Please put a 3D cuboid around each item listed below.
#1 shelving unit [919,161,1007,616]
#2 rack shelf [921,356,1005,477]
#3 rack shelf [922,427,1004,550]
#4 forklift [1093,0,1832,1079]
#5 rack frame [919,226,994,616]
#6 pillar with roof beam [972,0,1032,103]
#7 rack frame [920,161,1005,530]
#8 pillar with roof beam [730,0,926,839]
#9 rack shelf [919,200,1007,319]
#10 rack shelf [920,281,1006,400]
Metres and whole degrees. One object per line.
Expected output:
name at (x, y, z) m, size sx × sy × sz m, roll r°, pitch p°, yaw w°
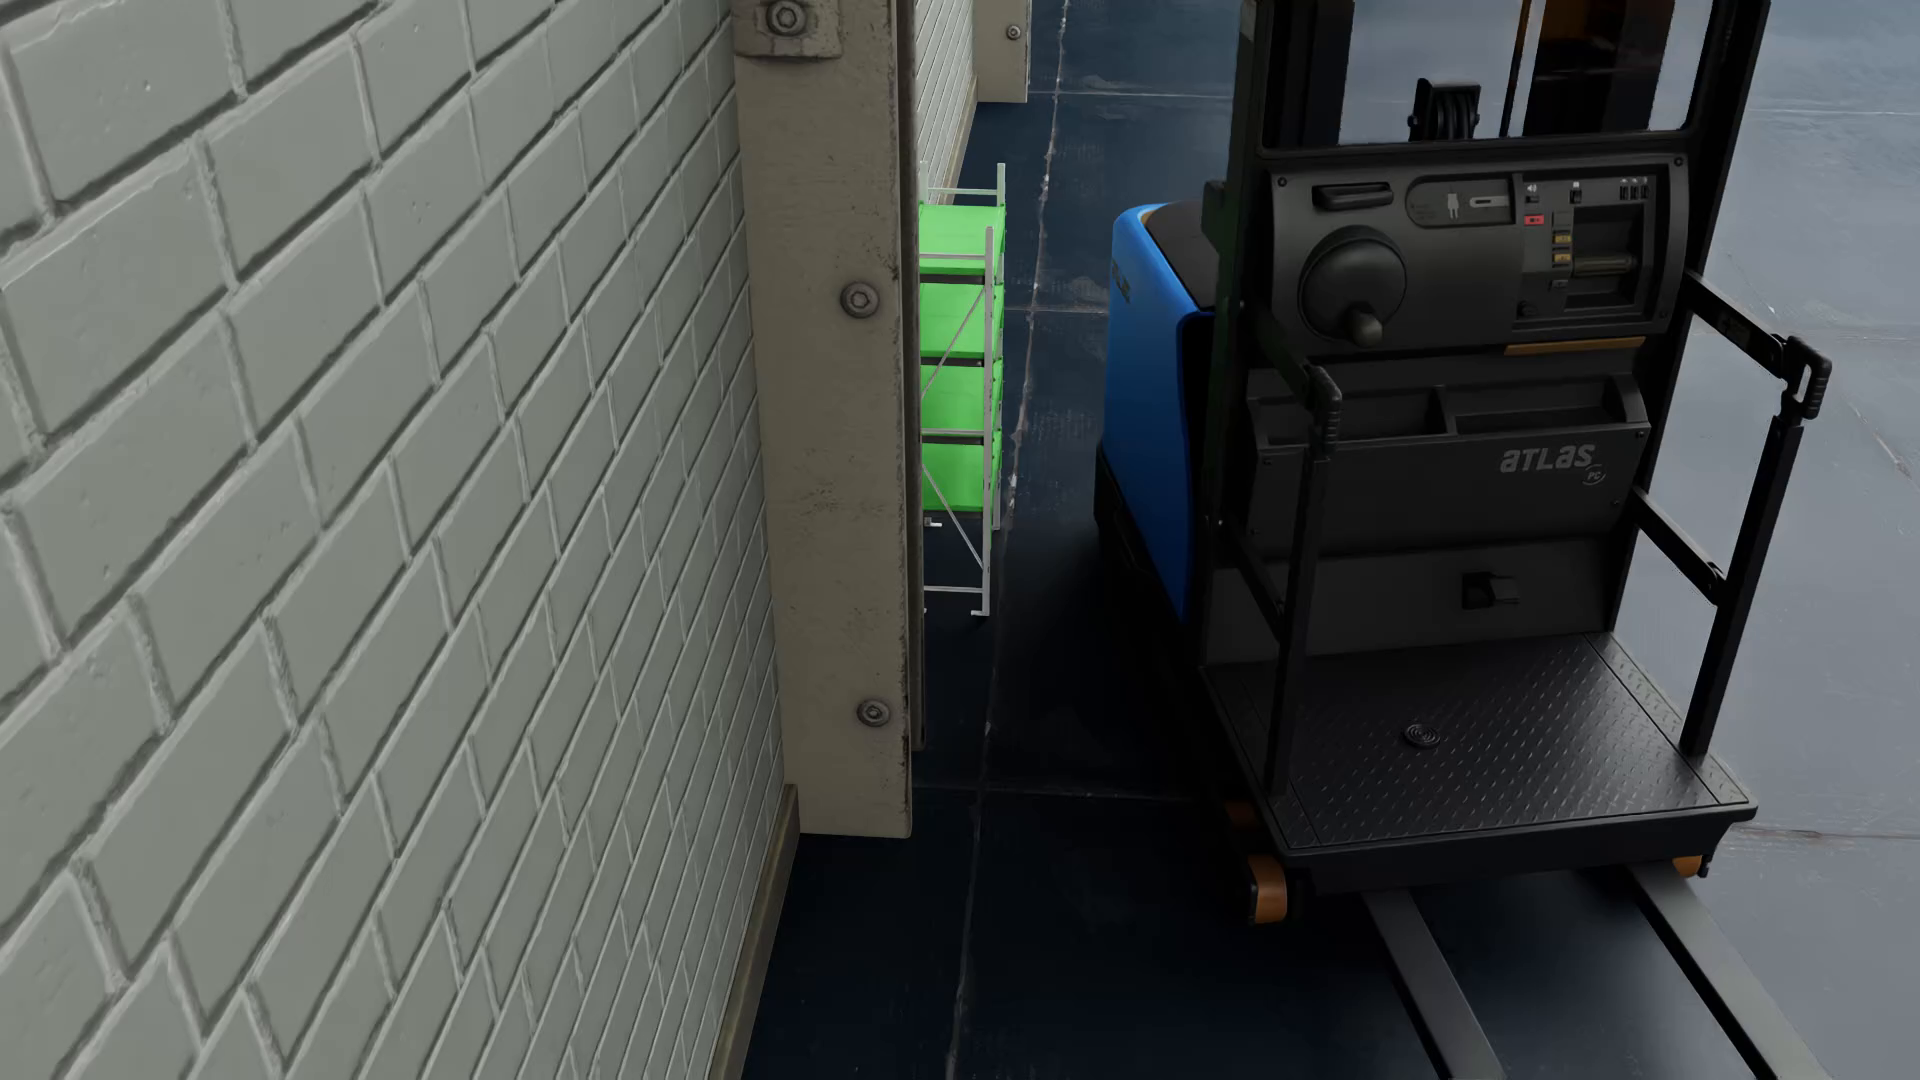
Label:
shelving unit at (-0.013, -0.424, 4.795) m, size 0.258 × 1.200 × 0.503 m, roll 2°, pitch 32°, yaw 4°
rack shelf at (-0.013, -0.370, 4.828) m, size 0.258 × 0.148 × 0.480 m, roll 2°, pitch 32°, yaw 4°
rack shelf at (-0.013, -0.166, 4.954) m, size 0.258 × 0.148 × 0.480 m, roll 2°, pitch 32°, yaw 4°
forklift at (1.144, -0.567, 3.376) m, size 1.130 × 2.935 × 3.031 m, roll -4°, pitch 32°, yaw -7°
rack frame at (-0.033, -0.297, 4.588) m, size 0.240 × 1.200 × 0.015 m, roll 2°, pitch 32°, yaw 4°
pillar with roof beam at (4.519, -6.165, 6.677) m, size 9.100 × 9.000 × 0.400 m, roll 2°, pitch 32°, yaw 4°
rack frame at (0.006, -0.552, 5.002) m, size 0.240 × 1.200 × 0.015 m, roll 2°, pitch 32°, yaw 4°
pillar with roof beam at (4.031, -3.028, 1.586) m, size 9.100 × 9.000 × 0.400 m, roll 2°, pitch 32°, yaw 4°
rack shelf at (-0.013, -0.778, 4.576) m, size 0.258 × 0.148 × 0.480 m, roll 2°, pitch 32°, yaw 4°
rack shelf at (-0.013, -0.574, 4.702) m, size 0.258 × 0.148 × 0.480 m, roll 2°, pitch 32°, yaw 4°
